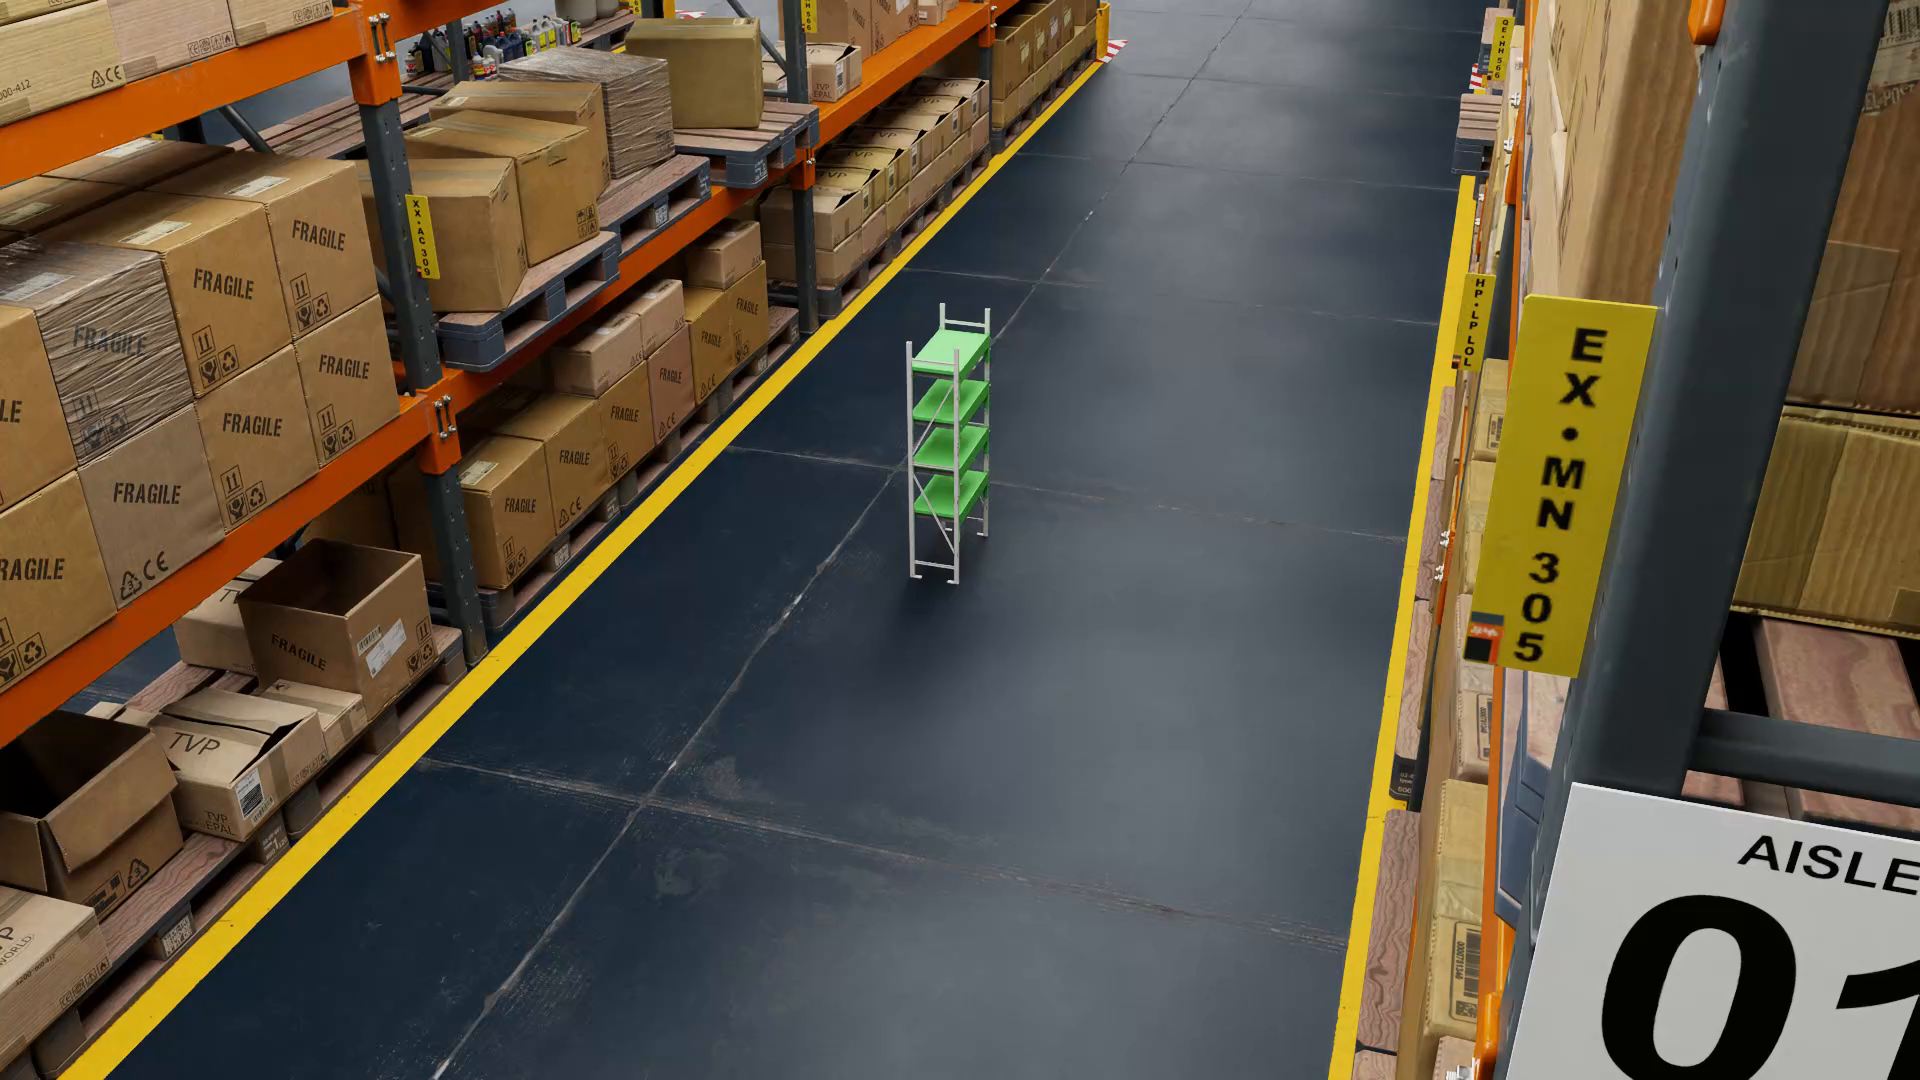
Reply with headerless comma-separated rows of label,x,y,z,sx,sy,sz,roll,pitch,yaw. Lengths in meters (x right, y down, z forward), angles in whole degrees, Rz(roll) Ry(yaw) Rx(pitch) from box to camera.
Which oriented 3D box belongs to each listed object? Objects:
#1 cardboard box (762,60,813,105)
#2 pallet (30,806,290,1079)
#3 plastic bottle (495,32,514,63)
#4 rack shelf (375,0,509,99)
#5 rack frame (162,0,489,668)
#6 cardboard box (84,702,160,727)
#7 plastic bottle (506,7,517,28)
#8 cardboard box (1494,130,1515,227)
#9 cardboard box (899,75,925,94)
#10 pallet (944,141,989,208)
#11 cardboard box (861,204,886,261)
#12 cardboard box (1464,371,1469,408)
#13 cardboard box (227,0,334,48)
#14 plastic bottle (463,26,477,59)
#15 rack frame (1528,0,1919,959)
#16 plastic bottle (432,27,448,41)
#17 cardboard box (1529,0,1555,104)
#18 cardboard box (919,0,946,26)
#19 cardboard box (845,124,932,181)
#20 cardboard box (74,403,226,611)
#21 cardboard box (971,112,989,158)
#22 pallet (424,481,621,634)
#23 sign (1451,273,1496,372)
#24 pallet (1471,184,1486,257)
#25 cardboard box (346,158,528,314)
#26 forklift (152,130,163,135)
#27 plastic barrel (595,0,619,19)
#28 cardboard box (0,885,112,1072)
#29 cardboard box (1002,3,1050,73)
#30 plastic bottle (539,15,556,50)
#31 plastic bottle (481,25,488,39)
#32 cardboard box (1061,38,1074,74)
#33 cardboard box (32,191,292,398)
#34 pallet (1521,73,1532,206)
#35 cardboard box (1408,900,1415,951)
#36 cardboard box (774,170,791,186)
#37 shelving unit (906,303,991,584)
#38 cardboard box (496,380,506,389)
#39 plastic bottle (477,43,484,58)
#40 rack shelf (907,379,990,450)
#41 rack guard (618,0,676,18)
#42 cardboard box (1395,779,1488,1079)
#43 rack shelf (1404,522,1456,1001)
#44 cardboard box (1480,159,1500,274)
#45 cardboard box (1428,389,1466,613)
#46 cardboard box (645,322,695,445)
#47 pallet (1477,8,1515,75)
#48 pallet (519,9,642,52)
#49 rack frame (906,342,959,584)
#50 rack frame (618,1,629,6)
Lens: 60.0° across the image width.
cardboard box,-1.254,-2.834,10.351,0.500,0.311,0.500,10,31,18
pallet,-3.135,1.255,5.777,1.003,0.211,1.213,8,30,15
plastic bottle,-4.329,-4.628,15.757,0.144,0.351,0.185,9,30,16
rack shelf,-1.989,-2.777,7.812,1.077,0.370,4.000,8,30,15
rack frame,-2.576,-0.852,6.695,1.000,3.000,0.127,8,30,15
cardboard box,-3.151,0.762,6.257,0.380,0.166,0.250,8,30,15
plastic bottle,-4.618,-5.339,17.115,0.097,0.271,0.097,0,29,0
cardboard box,2.362,-1.383,6.451,0.500,0.250,0.500,9,30,16
cardboard box,-0.588,-3.640,13.527,0.500,0.311,0.500,9,30,15
pallet,-0.407,-3.003,13.431,1.003,0.211,1.213,8,30,15
cardboard box,-0.821,-2.128,11.385,0.500,0.250,0.500,8,30,13
cardboard box,2.181,-0.609,6.497,0.380,0.149,0.250,9,30,15
cardboard box,-2.465,-1.833,5.528,0.500,0.250,0.500,8,30,15
plastic bottle,-4.792,-4.860,16.243,0.061,0.283,0.133,8,30,15
rack frame,0.986,-0.909,0.628,1.000,3.000,0.127,8,30,15
plastic bottle,-4.992,-4.742,15.961,0.144,0.351,0.185,7,30,12
cardboard box,1.542,-1.101,3.677,0.500,0.250,0.500,8,30,14
cardboard box,-0.311,-4.076,12.629,0.396,0.266,0.258,8,30,14
cardboard box,-0.520,-2.860,12.125,0.500,0.311,0.500,8,30,14
cardboard box,-2.776,-0.148,5.327,0.500,0.500,0.500,9,30,16
cardboard box,-0.073,-3.317,13.524,0.500,0.250,0.500,8,30,14
pallet,-2.374,-0.016,8.062,1.003,0.211,1.213,8,30,15
sign,1.639,-0.691,5.297,0.100,0.325,0.005,8,30,15
pallet,4.281,-2.284,12.138,1.003,0.211,1.213,8,30,15
cardboard box,-2.224,-1.267,6.907,0.700,0.500,0.500,-1,29,-2
forklift,-4.525,-2.083,8.980,1.130,2.935,3.031,7,30,13
plastic barrel,-3.908,-5.916,17.927,0.421,0.512,0.421,0,29,0
cardboard box,-3.026,1.340,5.132,0.500,0.250,0.500,8,30,15
cardboard box,0.501,-4.515,14.905,0.500,0.500,0.500,8,30,15
plastic bottle,-4.094,-5.000,16.425,0.144,0.351,0.185,10,31,17
plastic bottle,-4.777,-5.056,16.680,0.097,0.201,0.097,0,29,0
cardboard box,0.791,-4.652,15.924,0.500,0.250,0.500,8,30,15
cardboard box,-2.625,-0.822,5.510,0.500,0.500,0.500,8,30,14
pallet,1.910,-1.040,4.039,1.003,0.211,1.213,8,30,15
cardboard box,1.843,1.095,5.335,0.700,0.500,0.500,9,30,16
cardboard box,-1.338,-2.458,11.403,0.500,0.311,0.500,8,30,14
shelving unit,-0.049,-0.447,7.820,0.258,1.200,0.503,8,30,15
cardboard box,-2.405,-0.683,8.511,0.500,0.500,0.500,9,30,15
plastic bottle,-4.483,-4.538,15.663,0.061,0.283,0.133,8,30,15
rack shelf,-0.049,-0.601,7.734,0.258,0.148,0.480,8,30,15
rack guard,-3.766,-6.002,18.526,1.175,0.500,0.348,8,30,15
cardboard box,1.329,1.003,3.053,0.980,0.700,0.700,8,30,14
rack shelf,1.573,1.097,3.932,1.077,0.370,4.000,8,30,15
cardboard box,2.492,-1.283,7.041,0.500,0.500,0.500,9,30,16
cardboard box,2.485,-0.125,7.168,0.750,0.750,0.750,9,30,16
cardboard box,-1.753,-0.857,8.824,0.500,0.500,0.500,7,30,13
pallet,4.145,-3.446,11.556,1.003,0.211,1.213,8,30,15
pallet,-4.009,-5.499,17.919,1.003,0.211,1.213,8,30,15
rack frame,-0.120,-0.334,7.616,0.240,1.200,0.015,8,30,15
rack frame,-3.788,-7.137,17.994,1.000,3.000,0.127,8,30,15
